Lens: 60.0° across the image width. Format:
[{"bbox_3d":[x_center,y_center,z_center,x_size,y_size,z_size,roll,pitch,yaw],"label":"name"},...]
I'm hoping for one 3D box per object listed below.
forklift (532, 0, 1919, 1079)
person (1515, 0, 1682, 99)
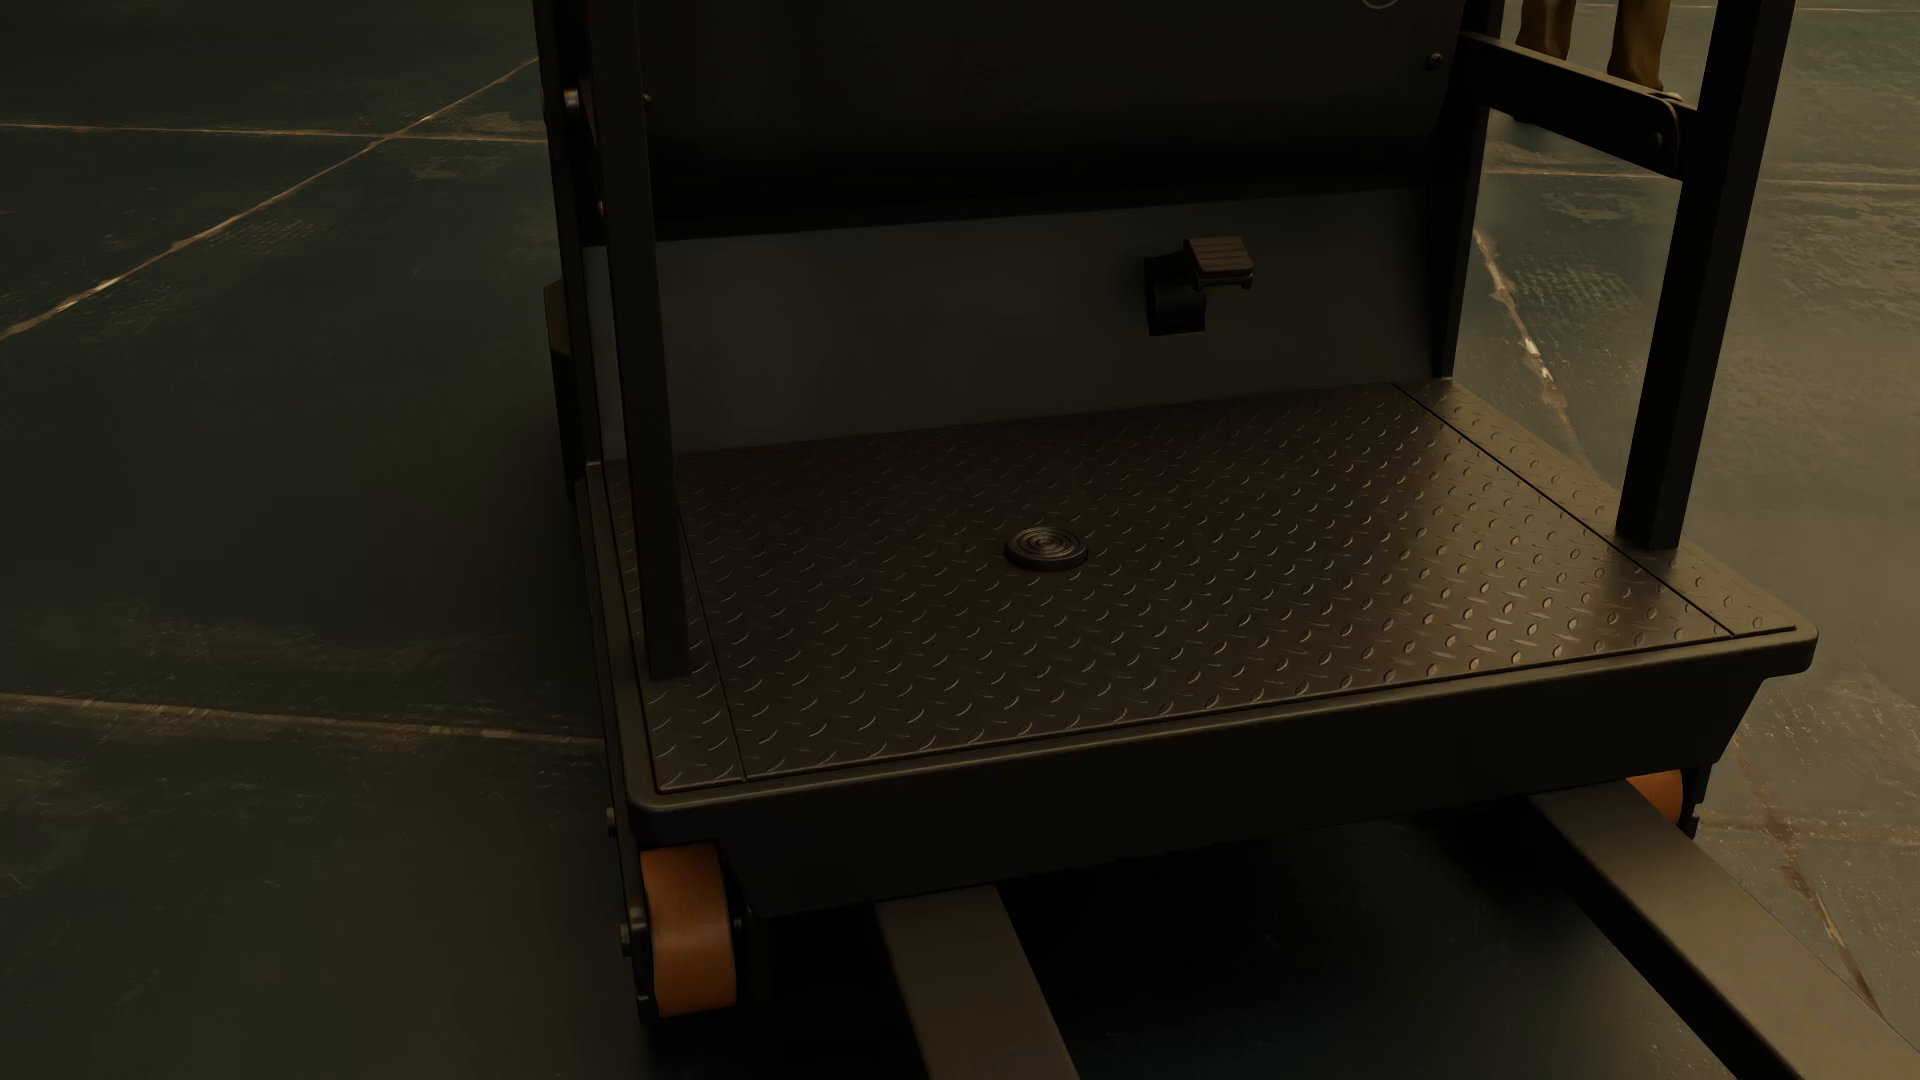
[{"bbox_3d":[0.153,-1.049,1.319,1.130,2.935,3.031,-7,27,-13],"label":"forklift"},{"bbox_3d":[1.872,-2.089,4.702,0.644,1.772,0.436,15,30,28],"label":"person"}]
